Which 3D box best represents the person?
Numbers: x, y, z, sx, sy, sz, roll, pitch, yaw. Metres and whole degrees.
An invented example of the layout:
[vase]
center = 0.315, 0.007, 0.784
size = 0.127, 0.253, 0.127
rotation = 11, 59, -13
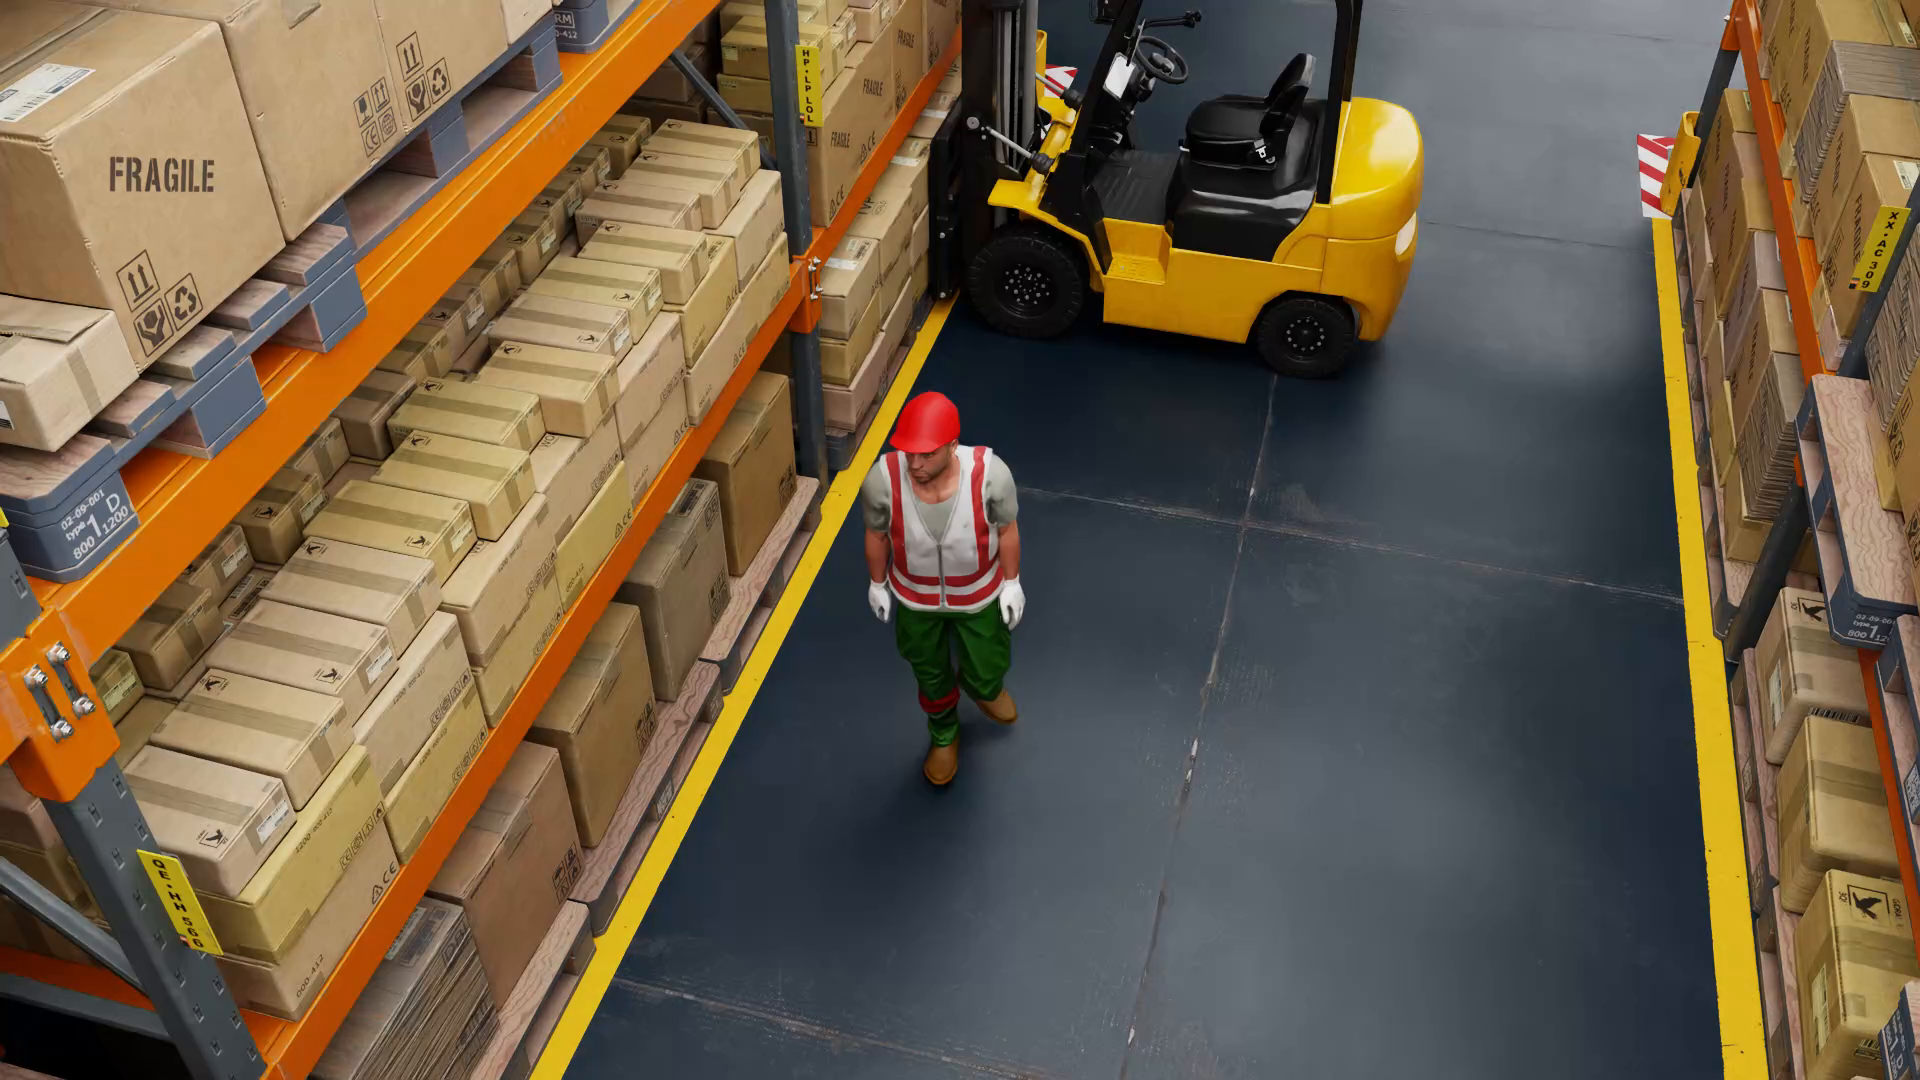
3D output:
[person]
center = -0.050, 0.151, 5.951
size = 0.572, 1.784, 0.558
rotation = 2, 41, 2
